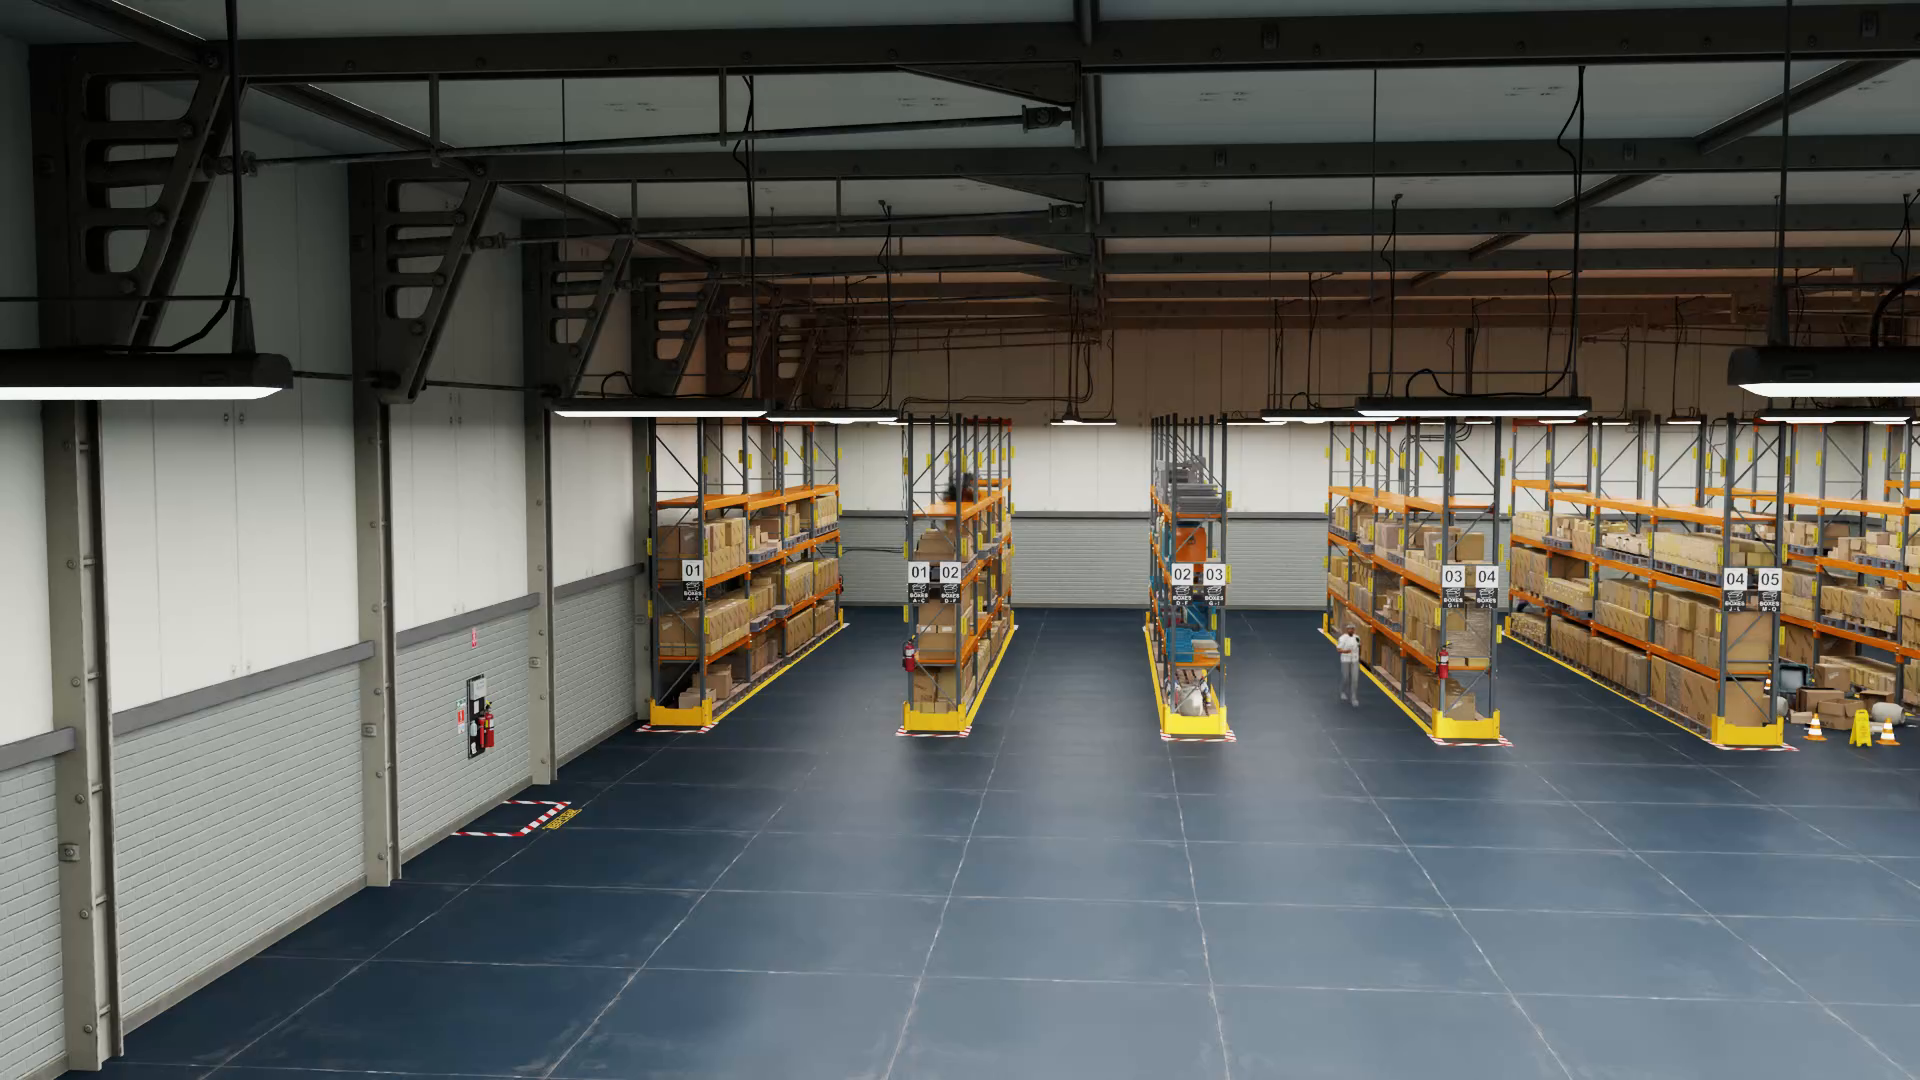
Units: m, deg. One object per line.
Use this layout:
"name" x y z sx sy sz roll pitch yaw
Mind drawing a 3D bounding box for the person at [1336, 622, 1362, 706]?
"person" 8.081 2.532 34.447 0.581 1.699 0.876 0 4 0

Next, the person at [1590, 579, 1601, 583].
"person" 17.990 1.661 47.244 1.041 1.790 0.717 1 4 7

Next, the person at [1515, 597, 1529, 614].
"person" 16.083 1.776 47.367 0.540 1.537 0.585 1 4 15
